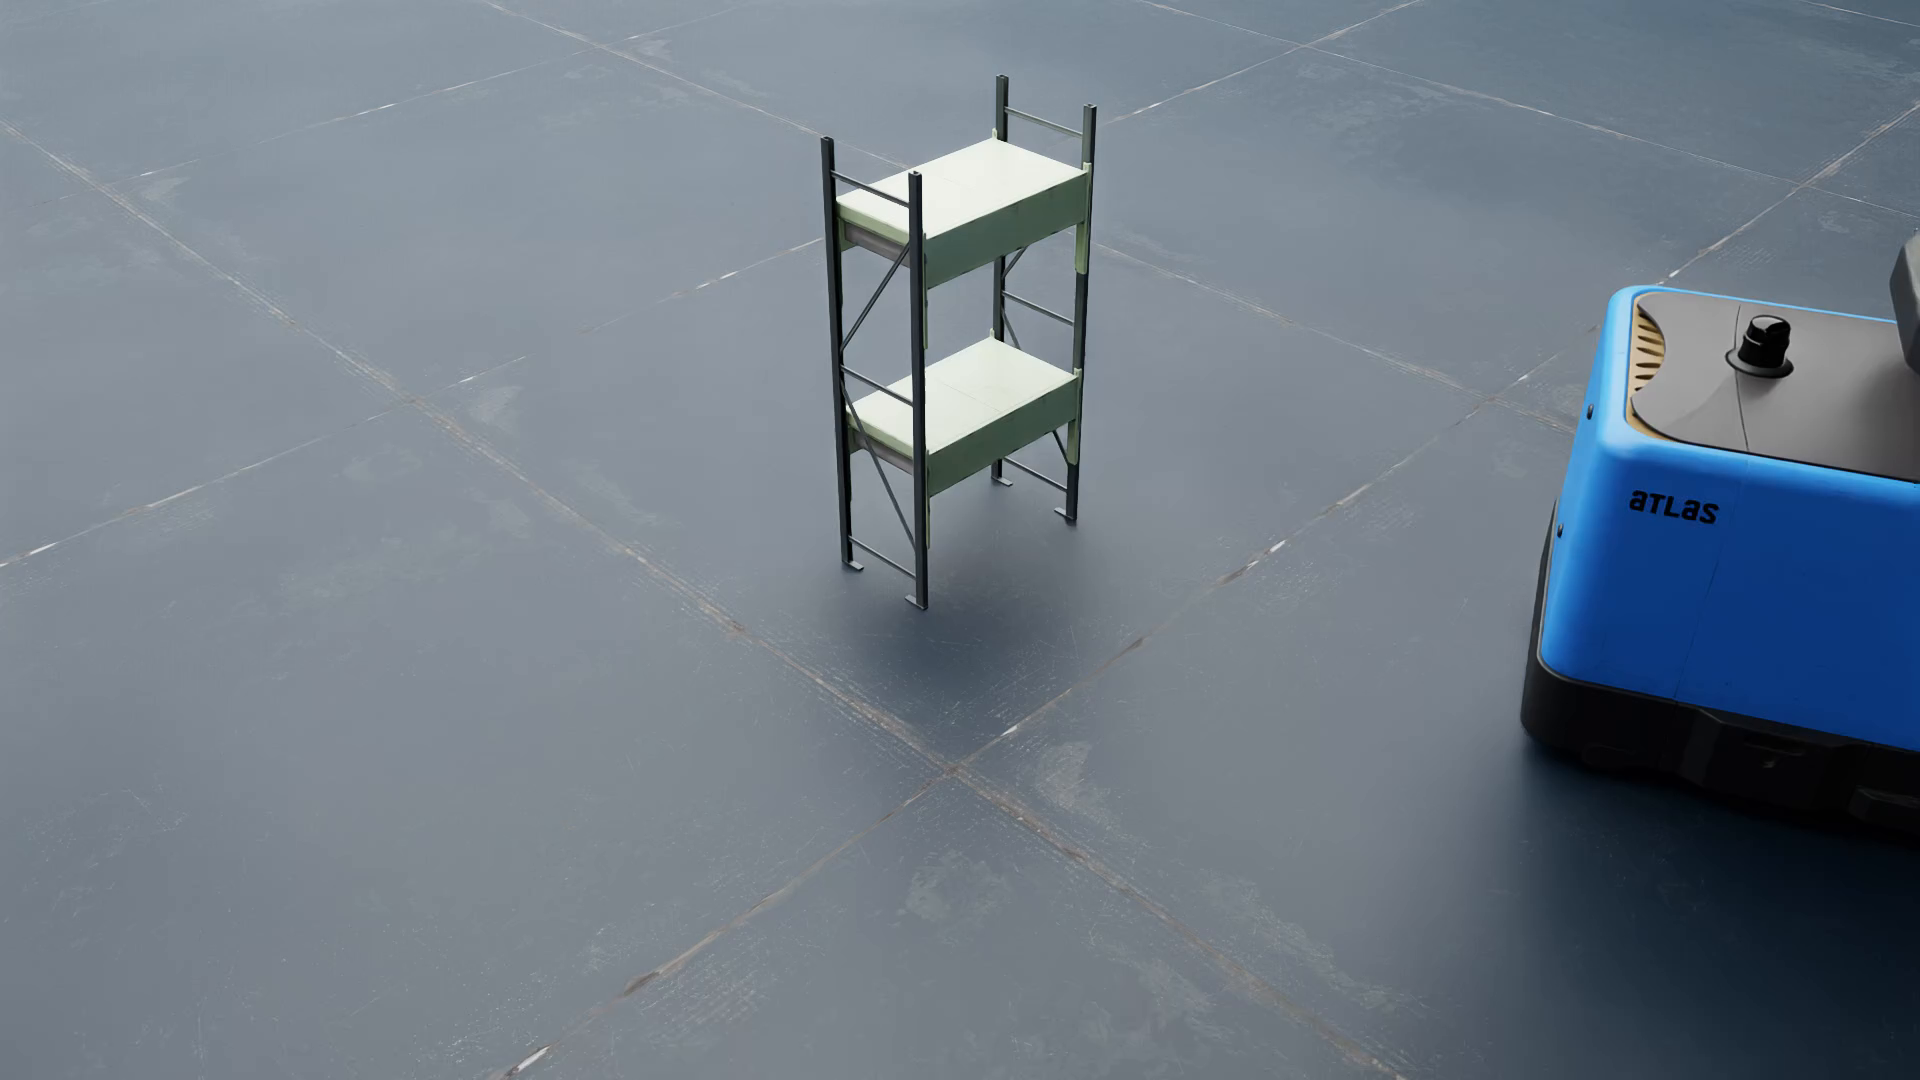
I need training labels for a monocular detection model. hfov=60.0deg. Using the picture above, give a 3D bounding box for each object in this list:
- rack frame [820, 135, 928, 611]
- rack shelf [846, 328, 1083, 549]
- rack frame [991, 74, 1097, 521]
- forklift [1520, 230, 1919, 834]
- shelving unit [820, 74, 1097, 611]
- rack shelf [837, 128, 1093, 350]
[{"bbox_3d":[-0.253,-0.469,5.112,0.400,1.500,0.023,30,45,35],"label":"rack frame"},{"bbox_3d":[0.005,-0.350,5.511,0.431,0.370,0.720,30,45,35],"label":"rack shelf"},{"bbox_3d":[0.263,-0.766,5.538,0.400,1.500,0.023,30,45,35],"label":"rack frame"},{"bbox_3d":[3.213,-0.556,3.985,3.031,2.935,1.130,12,37,16],"label":"forklift"},{"bbox_3d":[0.005,-0.618,5.325,0.431,1.500,0.755,30,45,35],"label":"shelving unit"},{"bbox_3d":[0.005,-0.938,5.102,0.431,0.370,0.720,30,45,35],"label":"rack shelf"}]
